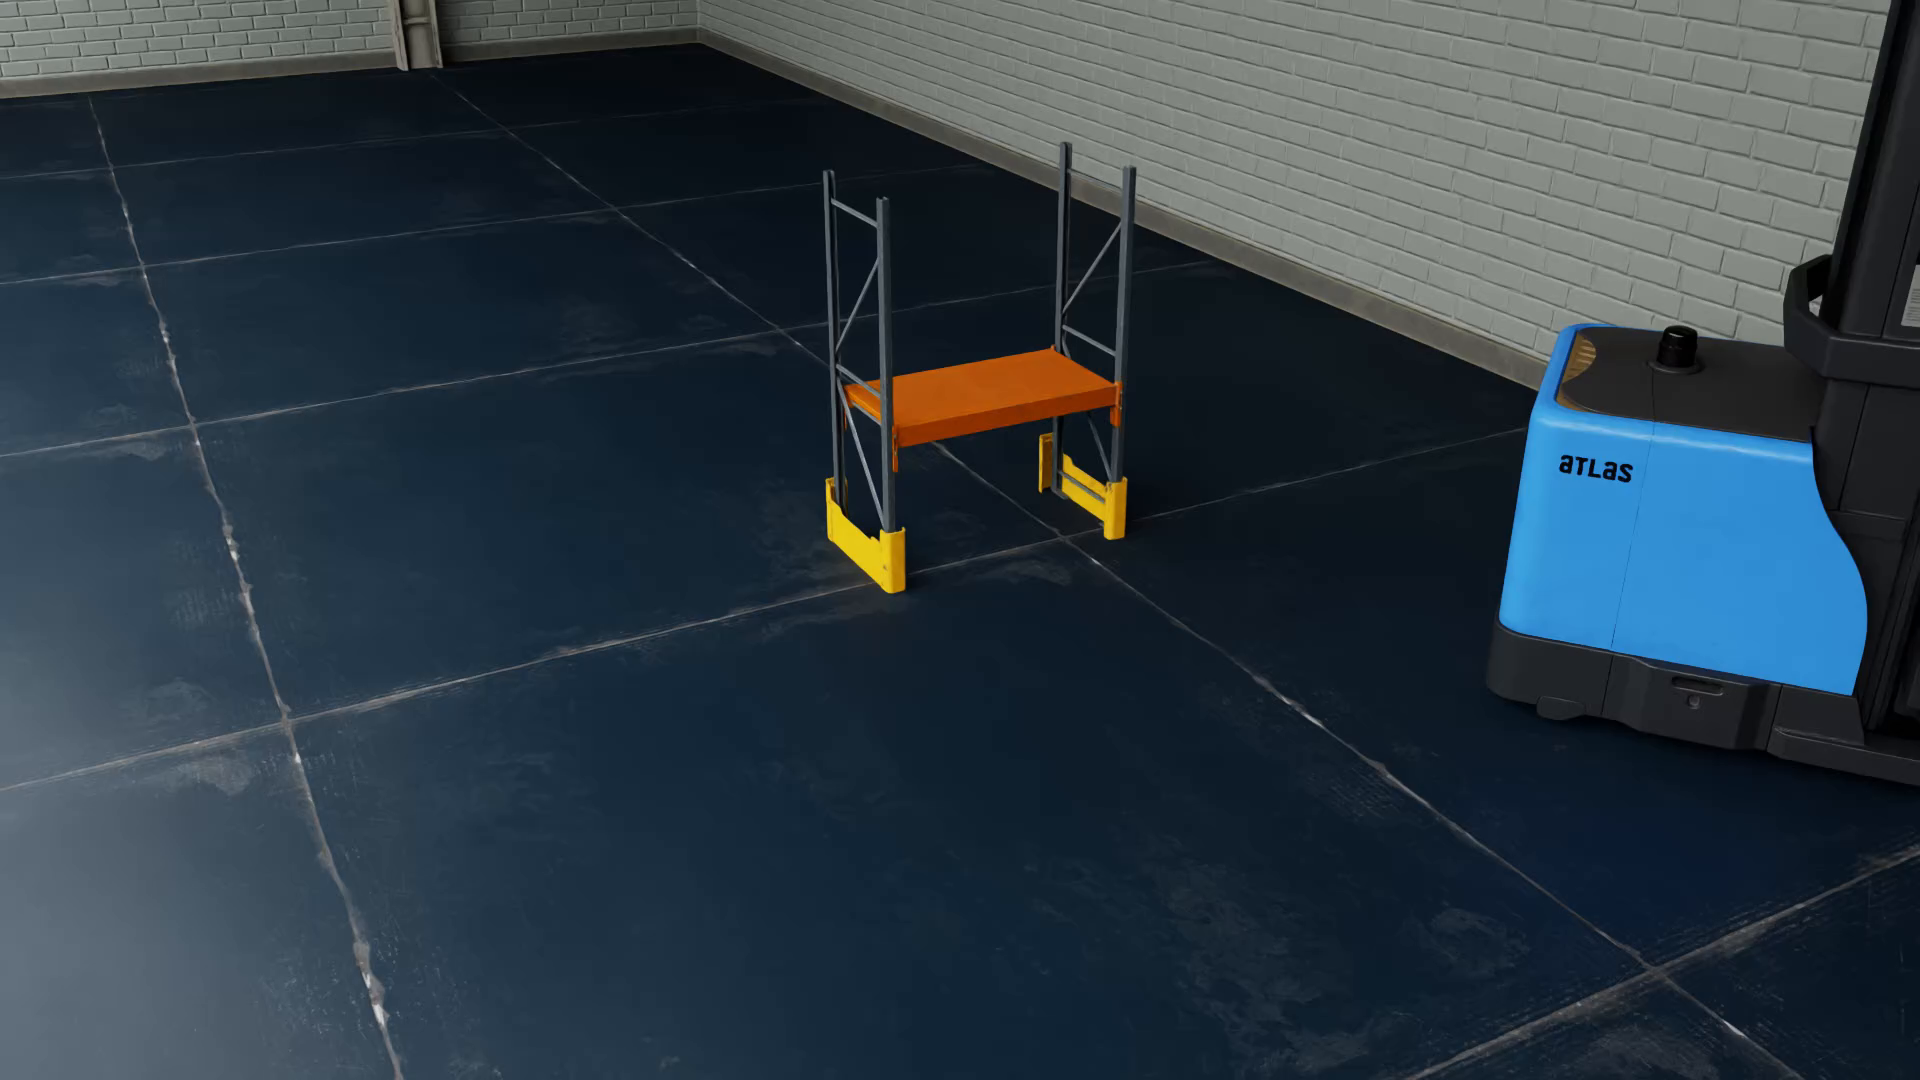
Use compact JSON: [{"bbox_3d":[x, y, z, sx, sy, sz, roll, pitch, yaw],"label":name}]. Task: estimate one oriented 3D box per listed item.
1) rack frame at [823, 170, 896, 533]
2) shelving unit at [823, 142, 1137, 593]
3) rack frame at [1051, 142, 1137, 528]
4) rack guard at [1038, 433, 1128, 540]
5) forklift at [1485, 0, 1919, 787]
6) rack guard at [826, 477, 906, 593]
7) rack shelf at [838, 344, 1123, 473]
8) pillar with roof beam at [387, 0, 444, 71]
[{"bbox_3d":[-0.373,-0.590,6.246,0.032,1.500,0.500,-13,29,-25],"label":"rack frame"},{"bbox_3d":[0.067,-0.692,6.458,1.083,1.500,0.587,-13,29,-25],"label":"shelving unit"},{"bbox_3d":[0.524,-0.797,6.677,0.032,1.500,0.500,-13,29,-25],"label":"rack frame"},{"bbox_3d":[0.507,-0.230,6.939,0.087,0.250,0.587,-13,29,-25],"label":"rack guard"},{"bbox_3d":[3.325,-0.691,4.802,3.031,2.935,1.130,11,28,21],"label":"forklift"},{"bbox_3d":[-0.372,-0.027,6.517,0.087,0.250,0.587,-13,29,-25],"label":"rack guard"},{"bbox_3d":[0.075,-0.531,6.539,1.000,0.185,0.538,-13,29,-25],"label":"rack shelf"},{"bbox_3d":[-3.352,-7.126,11.195,0.400,9.000,9.100,-13,29,-25],"label":"pillar with roof beam"}]
